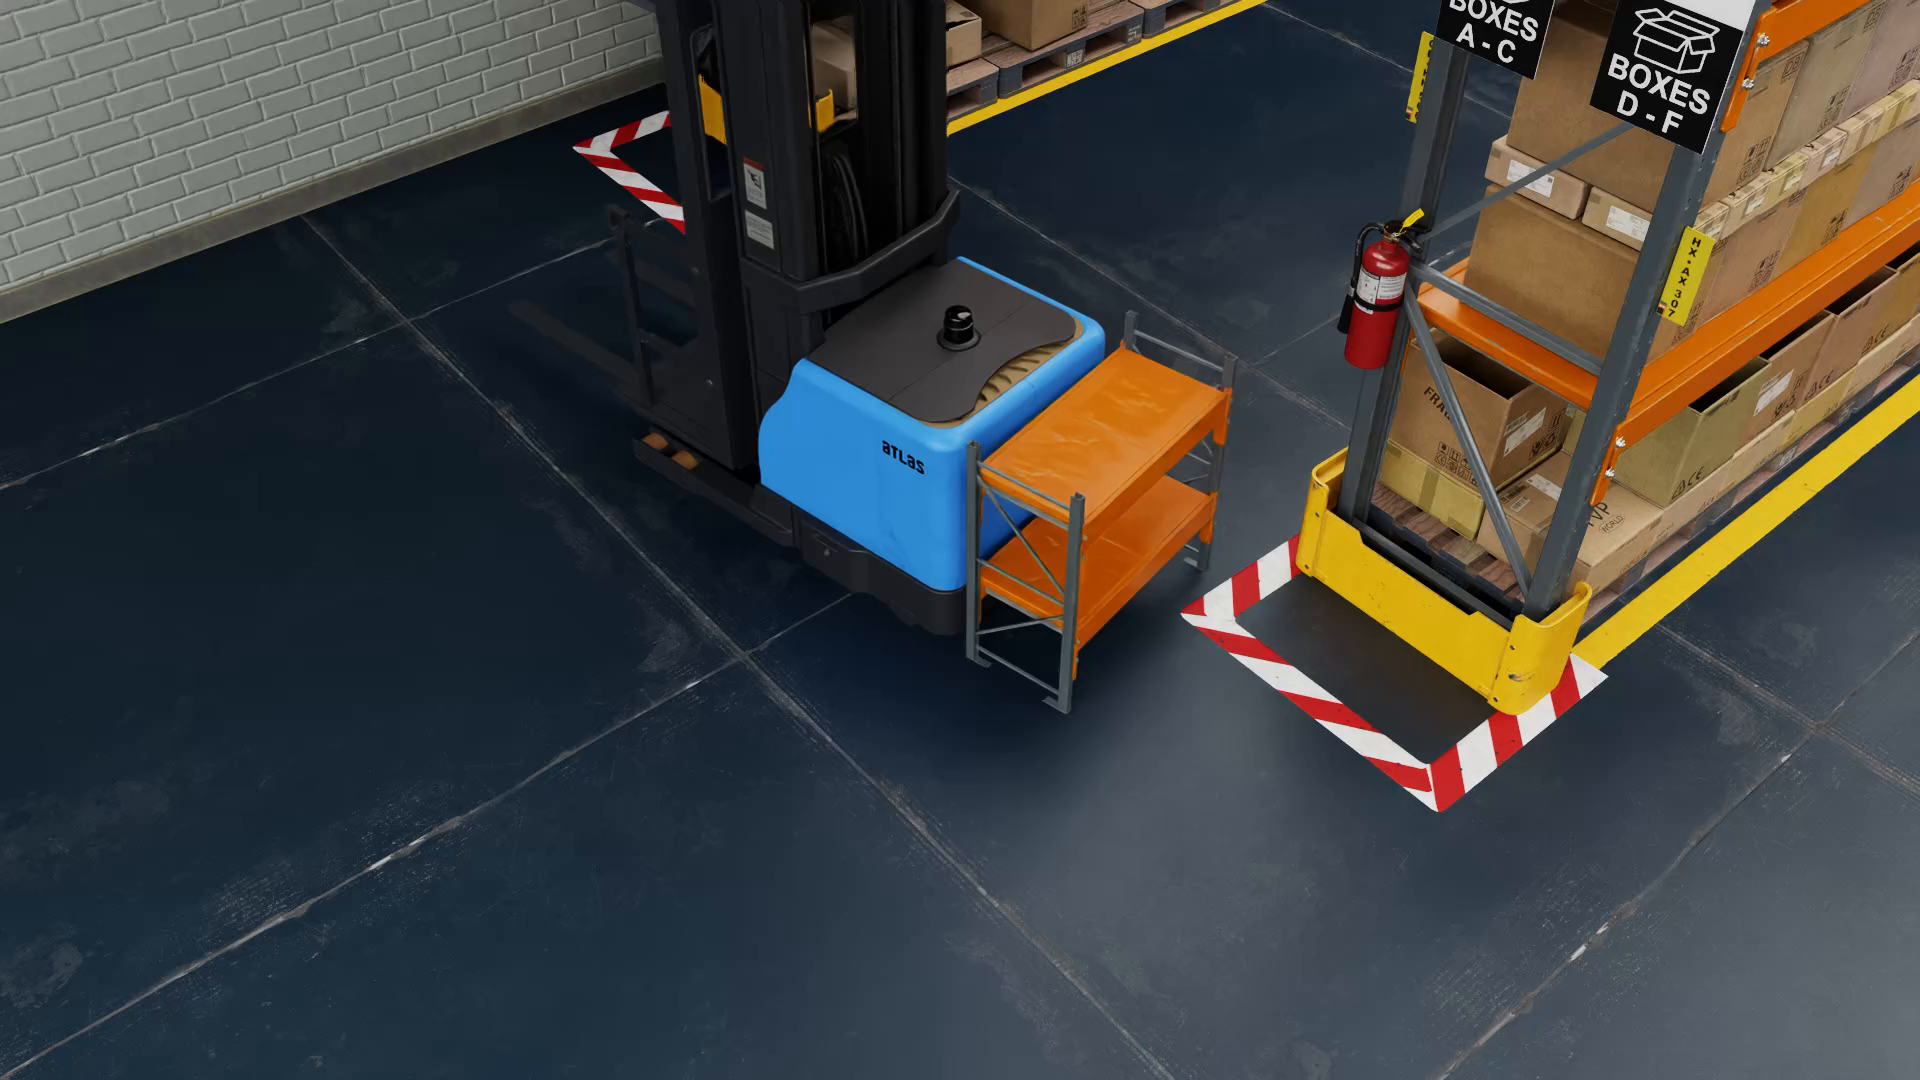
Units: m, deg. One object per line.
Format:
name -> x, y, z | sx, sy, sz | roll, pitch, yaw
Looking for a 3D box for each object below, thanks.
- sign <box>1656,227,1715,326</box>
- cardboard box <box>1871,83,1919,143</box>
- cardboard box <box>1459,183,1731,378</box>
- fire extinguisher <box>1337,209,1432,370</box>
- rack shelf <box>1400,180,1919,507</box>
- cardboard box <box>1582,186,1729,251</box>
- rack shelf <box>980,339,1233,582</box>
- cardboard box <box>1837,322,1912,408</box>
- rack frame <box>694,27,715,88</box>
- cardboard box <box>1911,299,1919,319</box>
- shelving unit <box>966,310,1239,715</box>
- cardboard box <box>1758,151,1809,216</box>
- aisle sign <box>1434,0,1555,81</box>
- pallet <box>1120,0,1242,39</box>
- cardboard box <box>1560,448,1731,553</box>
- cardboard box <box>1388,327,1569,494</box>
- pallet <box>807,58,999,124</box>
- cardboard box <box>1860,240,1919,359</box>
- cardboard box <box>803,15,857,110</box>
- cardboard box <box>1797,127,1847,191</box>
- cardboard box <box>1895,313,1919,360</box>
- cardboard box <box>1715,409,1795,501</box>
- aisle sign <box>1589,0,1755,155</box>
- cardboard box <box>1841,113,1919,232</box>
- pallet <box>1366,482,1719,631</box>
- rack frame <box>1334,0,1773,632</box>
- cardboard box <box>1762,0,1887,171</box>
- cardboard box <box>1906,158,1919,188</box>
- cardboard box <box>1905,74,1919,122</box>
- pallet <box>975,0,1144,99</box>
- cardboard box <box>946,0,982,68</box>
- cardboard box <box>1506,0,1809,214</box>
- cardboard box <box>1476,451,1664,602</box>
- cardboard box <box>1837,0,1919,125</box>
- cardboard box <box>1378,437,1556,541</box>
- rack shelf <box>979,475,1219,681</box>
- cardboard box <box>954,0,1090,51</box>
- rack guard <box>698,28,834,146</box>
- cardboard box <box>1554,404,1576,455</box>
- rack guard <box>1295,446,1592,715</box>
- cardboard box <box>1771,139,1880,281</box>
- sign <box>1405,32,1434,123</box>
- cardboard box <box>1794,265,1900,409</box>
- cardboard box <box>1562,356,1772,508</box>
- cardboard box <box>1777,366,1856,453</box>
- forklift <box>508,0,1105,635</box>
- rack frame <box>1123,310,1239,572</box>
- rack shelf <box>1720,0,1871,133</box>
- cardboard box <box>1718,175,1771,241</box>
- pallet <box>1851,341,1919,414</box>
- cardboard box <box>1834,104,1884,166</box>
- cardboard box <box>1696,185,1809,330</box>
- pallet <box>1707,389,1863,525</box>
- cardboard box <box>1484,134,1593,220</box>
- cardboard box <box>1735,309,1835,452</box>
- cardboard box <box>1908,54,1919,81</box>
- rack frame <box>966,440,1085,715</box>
sign -> 2.291, -0.831, 5.253 | 0.005, 0.325, 0.100 | -30, 51, -28
cardboard box -> 3.365, -1.679, 6.300 | 0.250, 0.149, 0.380 | -30, 51, -28
cardboard box -> 2.306, -1.015, 6.067 | 0.500, 0.500, 0.700 | -30, 51, -28
fire extinguisher -> 1.551, -0.944, 6.121 | 0.183, 0.674, 0.296 | -30, 51, -28
rack shelf -> 3.473, -1.397, 7.072 | 4.000, 0.370, 1.077 | -30, 51, -28
cardboard box -> 2.378, -1.113, 5.697 | 0.250, 0.149, 0.380 | -30, 51, -28
rack shelf -> 0.544, -0.326, 6.348 | 0.538, 0.278, 1.000 | 28, 50, 27
cardboard box -> 4.028, -0.928, 7.749 | 0.500, 0.250, 0.500 | -30, 51, -28
rack frame -> -1.242, -3.380, 8.658 | 0.127, 3.000, 1.000 | -30, 51, -28
cardboard box -> 4.401, -1.430, 7.735 | 0.500, 0.500, 0.500 | -30, 51, -28
shelving unit -> 0.544, -0.112, 6.548 | 0.538, 1.125, 1.048 | 28, 50, 27
cardboard box -> 2.771, -1.339, 5.938 | 0.250, 0.149, 0.380 | -30, 51, -28
aisle sign -> 1.701, -1.853, 5.133 | 0.004, 0.787, 0.394 | -30, 51, -28
pallet -> 1.334, -3.807, 11.149 | 1.213, 0.211, 1.003 | -30, 51, -28
cardboard box -> 2.875, -0.272, 7.050 | 0.500, 0.250, 0.500 | -30, 51, -28
cardboard box -> 2.160, -0.596, 6.848 | 0.500, 0.500, 0.500 | -30, 51, -28
pallet -> -0.538, -2.735, 10.008 | 1.213, 0.211, 1.003 | -30, 51, -28
cardboard box -> 4.020, -1.208, 7.499 | 0.500, 0.500, 0.500 | -30, 51, -28
cardboard box -> -0.653, -2.817, 9.701 | 0.500, 0.311, 0.500 | 33, 52, 30
cardboard box -> 2.966, -1.449, 6.054 | 0.250, 0.149, 0.380 | -31, 51, -28
cardboard box -> 4.402, -1.155, 7.991 | 0.500, 0.250, 0.500 | -30, 51, -28
cardboard box -> 3.258, -0.491, 7.283 | 0.500, 0.250, 0.500 | -30, 51, -28
aisle sign -> 2.085, -1.538, 4.798 | 0.004, 0.787, 0.394 | -30, 51, -28
cardboard box -> 3.491, -1.697, 6.792 | 0.500, 0.500, 0.700 | -28, 50, -27
pallet -> 2.499, -0.122, 7.226 | 1.213, 0.211, 1.003 | -30, 51, -28
rack frame -> 1.939, -0.780, 5.890 | 0.127, 3.000, 1.000 | -30, 51, -28
cardboard box -> 2.746, -1.745, 5.897 | 0.500, 0.500, 0.700 | -31, 51, -29
cardboard box -> 3.883, -1.922, 7.033 | 0.500, 0.500, 0.700 | -29, 50, -27
cardboard box -> 3.558, -1.787, 6.415 | 0.250, 0.149, 0.380 | -29, 51, -28
pallet -> 0.398, -3.268, 10.576 | 1.213, 0.211, 1.003 | -30, 51, -28
cardboard box -> -0.216, -3.067, 9.968 | 0.500, 0.311, 0.500 | -26, 49, -25
cardboard box -> 2.346, -1.511, 5.648 | 0.500, 0.500, 0.700 | -30, 51, -28
cardboard box -> 2.493, -0.050, 6.814 | 0.500, 0.250, 0.500 | -30, 51, -28
cardboard box -> 3.132, -1.967, 6.133 | 0.500, 0.500, 0.700 | -30, 51, -28
cardboard box -> 2.161, -0.322, 7.103 | 0.500, 0.250, 0.500 | -30, 51, -28
rack shelf -> 0.544, 0.066, 6.715 | 0.538, 0.278, 1.000 | 28, 50, 27
cardboard box -> 0.379, -3.432, 10.218 | 0.500, 0.500, 0.700 | -33, 52, -30
rack guard -> -1.184, -2.502, 9.549 | 0.348, 0.500, 1.175 | -30, 51, -28
cardboard box -> 2.537, -0.548, 7.344 | 0.500, 0.250, 0.500 | -30, 51, -28
rack guard -> 1.921, 0.141, 6.734 | 0.348, 0.500, 1.175 | -30, 51, -28
cardboard box -> 3.090, -1.463, 6.544 | 0.500, 0.500, 0.700 | -29, 51, -28
sign -> 1.602, -1.580, 5.722 | 0.005, 0.325, 0.100 | -30, 51, -28
cardboard box -> 3.646, -0.981, 7.257 | 0.500, 0.500, 0.500 | -30, 51, -28
cardboard box -> 2.876, -0.544, 6.792 | 0.500, 0.500, 0.500 | -30, 51, -28
cardboard box -> 3.645, -0.708, 7.514 | 0.500, 0.250, 0.500 | -30, 51, -28
forklift -> -0.852, -1.547, 6.757 | 3.031, 2.935, 1.130 | 31, 51, 28
rack frame -> 0.858, -0.386, 6.839 | 0.500, 1.125, 0.032 | 28, 50, 27
rack shelf -> 3.473, -2.490, 6.045 | 4.000, 0.370, 1.077 | -30, 51, -28
cardboard box -> 2.579, -1.230, 5.822 | 0.250, 0.149, 0.380 | -31, 51, -29
pallet -> 4.371, -1.194, 8.367 | 1.213, 0.211, 1.003 | -30, 51, -28
cardboard box -> 3.169, -1.567, 6.180 | 0.250, 0.149, 0.380 | -32, 52, -29
cardboard box -> 2.705, -1.248, 6.315 | 0.500, 0.500, 0.700 | -28, 50, -27
pallet -> 3.434, -0.655, 7.793 | 1.213, 0.211, 1.003 | -30, 51, -28
cardboard box -> 2.110, -1.321, 5.919 | 0.250, 0.149, 0.380 | -31, 51, -28
cardboard box -> 3.251, -0.770, 7.033 | 0.500, 0.500, 0.500 | -30, 51, -28
cardboard box -> 3.516, -2.187, 6.367 | 0.500, 0.500, 0.700 | -30, 51, -28
rack frame -> 0.230, 0.161, 6.257 | 0.500, 1.125, 0.032 | 28, 50, 27
